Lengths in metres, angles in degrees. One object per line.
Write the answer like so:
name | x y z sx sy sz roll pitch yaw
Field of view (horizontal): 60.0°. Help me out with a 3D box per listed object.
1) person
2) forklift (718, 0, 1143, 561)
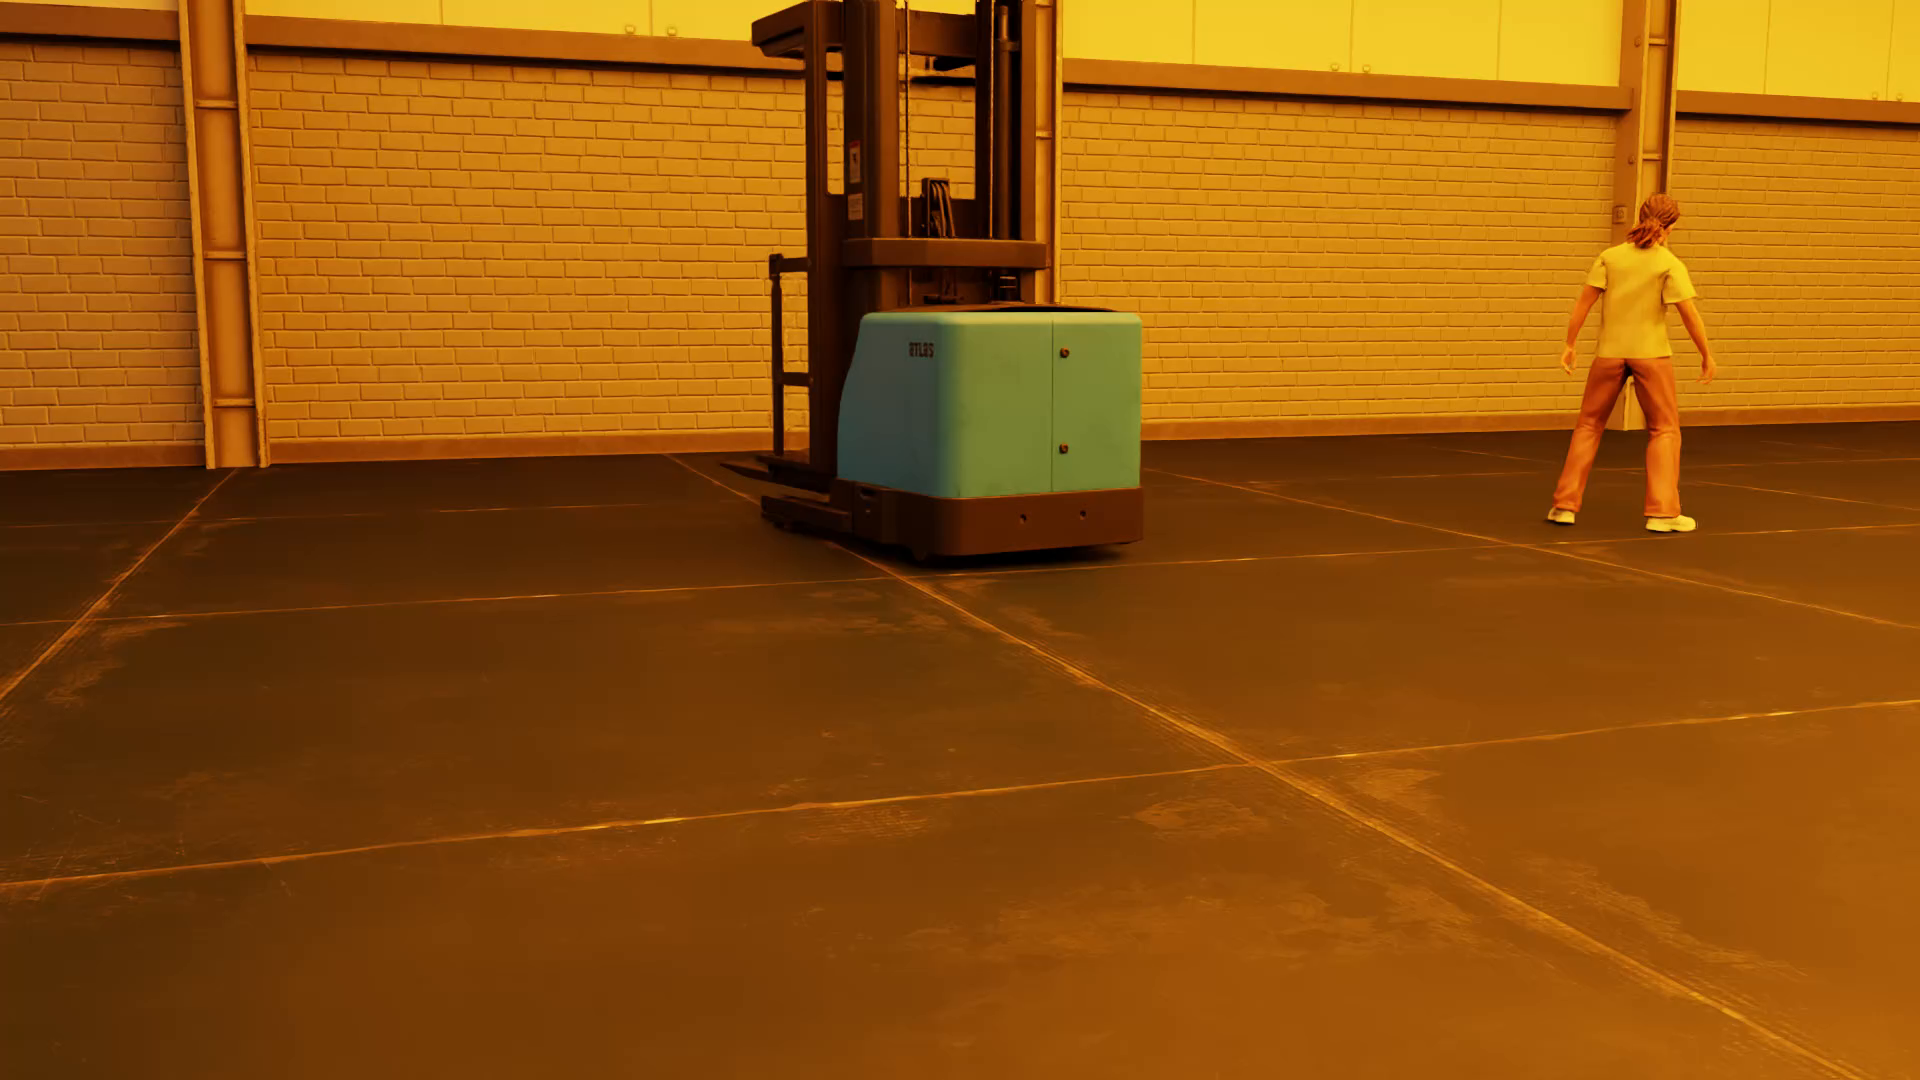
person | 3.335 -0.883 8.298 0.787 1.655 0.340 6 10 36
forklift | -0.351 -1.522 8.235 1.130 2.935 3.031 -4 9 -29
